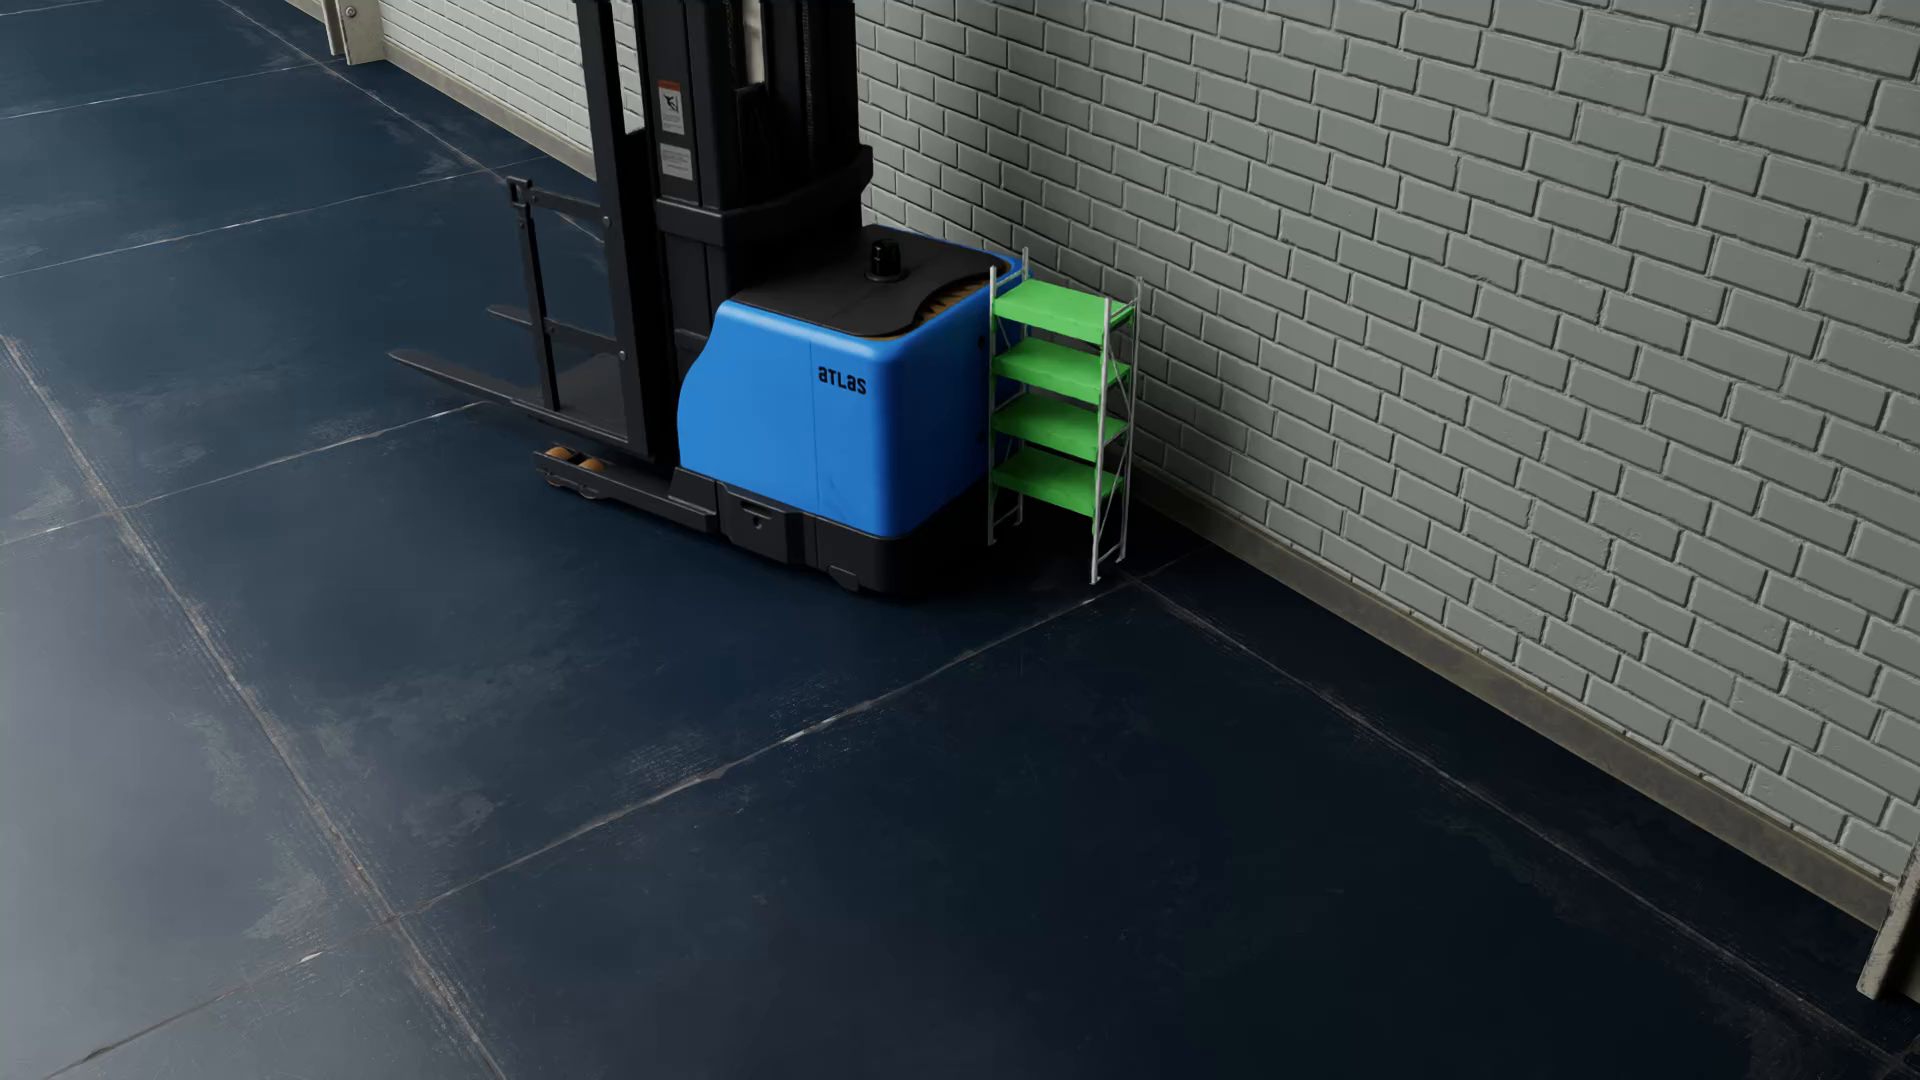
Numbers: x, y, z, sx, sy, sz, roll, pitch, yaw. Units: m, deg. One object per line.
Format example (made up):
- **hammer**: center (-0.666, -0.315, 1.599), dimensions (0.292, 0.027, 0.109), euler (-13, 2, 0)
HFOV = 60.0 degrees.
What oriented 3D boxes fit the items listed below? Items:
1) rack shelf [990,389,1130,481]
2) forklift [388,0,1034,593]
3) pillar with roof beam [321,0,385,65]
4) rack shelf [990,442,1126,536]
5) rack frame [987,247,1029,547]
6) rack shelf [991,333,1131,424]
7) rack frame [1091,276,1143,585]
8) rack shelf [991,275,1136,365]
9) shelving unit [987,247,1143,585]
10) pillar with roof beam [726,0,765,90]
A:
- **rack shelf**: center (0.385, -0.409, 6.392), dimensions (0.480, 0.148, 0.258), euler (20, 37, 29)
- **forklift**: center (-1.211, -1.631, 6.598), dimensions (3.031, 2.935, 1.130), euler (19, 37, 28)
- **pillar with roof beam**: center (-7.983, -6.129, 8.088), dimensions (9.100, 9.000, 0.400), euler (-22, 38, -31)
- **rack shelf**: center (0.385, -0.205, 6.519), dimensions (0.480, 0.148, 0.258), euler (20, 37, 29)
- **rack frame**: center (0.185, -0.537, 6.477), dimensions (0.015, 1.200, 0.240), euler (20, 37, 29)
- **rack shelf**: center (0.385, -0.613, 6.266), dimensions (0.480, 0.148, 0.258), euler (20, 37, 29)
- **rack frame**: center (0.585, -0.390, 6.240), dimensions (0.015, 1.200, 0.240), euler (20, 37, 29)
- **rack shelf**: center (0.385, -0.817, 6.139), dimensions (0.480, 0.148, 0.258), euler (20, 37, 29)
- **shelving unit**: center (0.385, -0.463, 6.358), dimensions (0.503, 1.200, 0.258), euler (20, 37, 29)
- **pillar with roof beam**: center (-4.304, -3.628, 4.062), dimensions (9.100, 9.000, 0.400), euler (-22, 38, -31)
